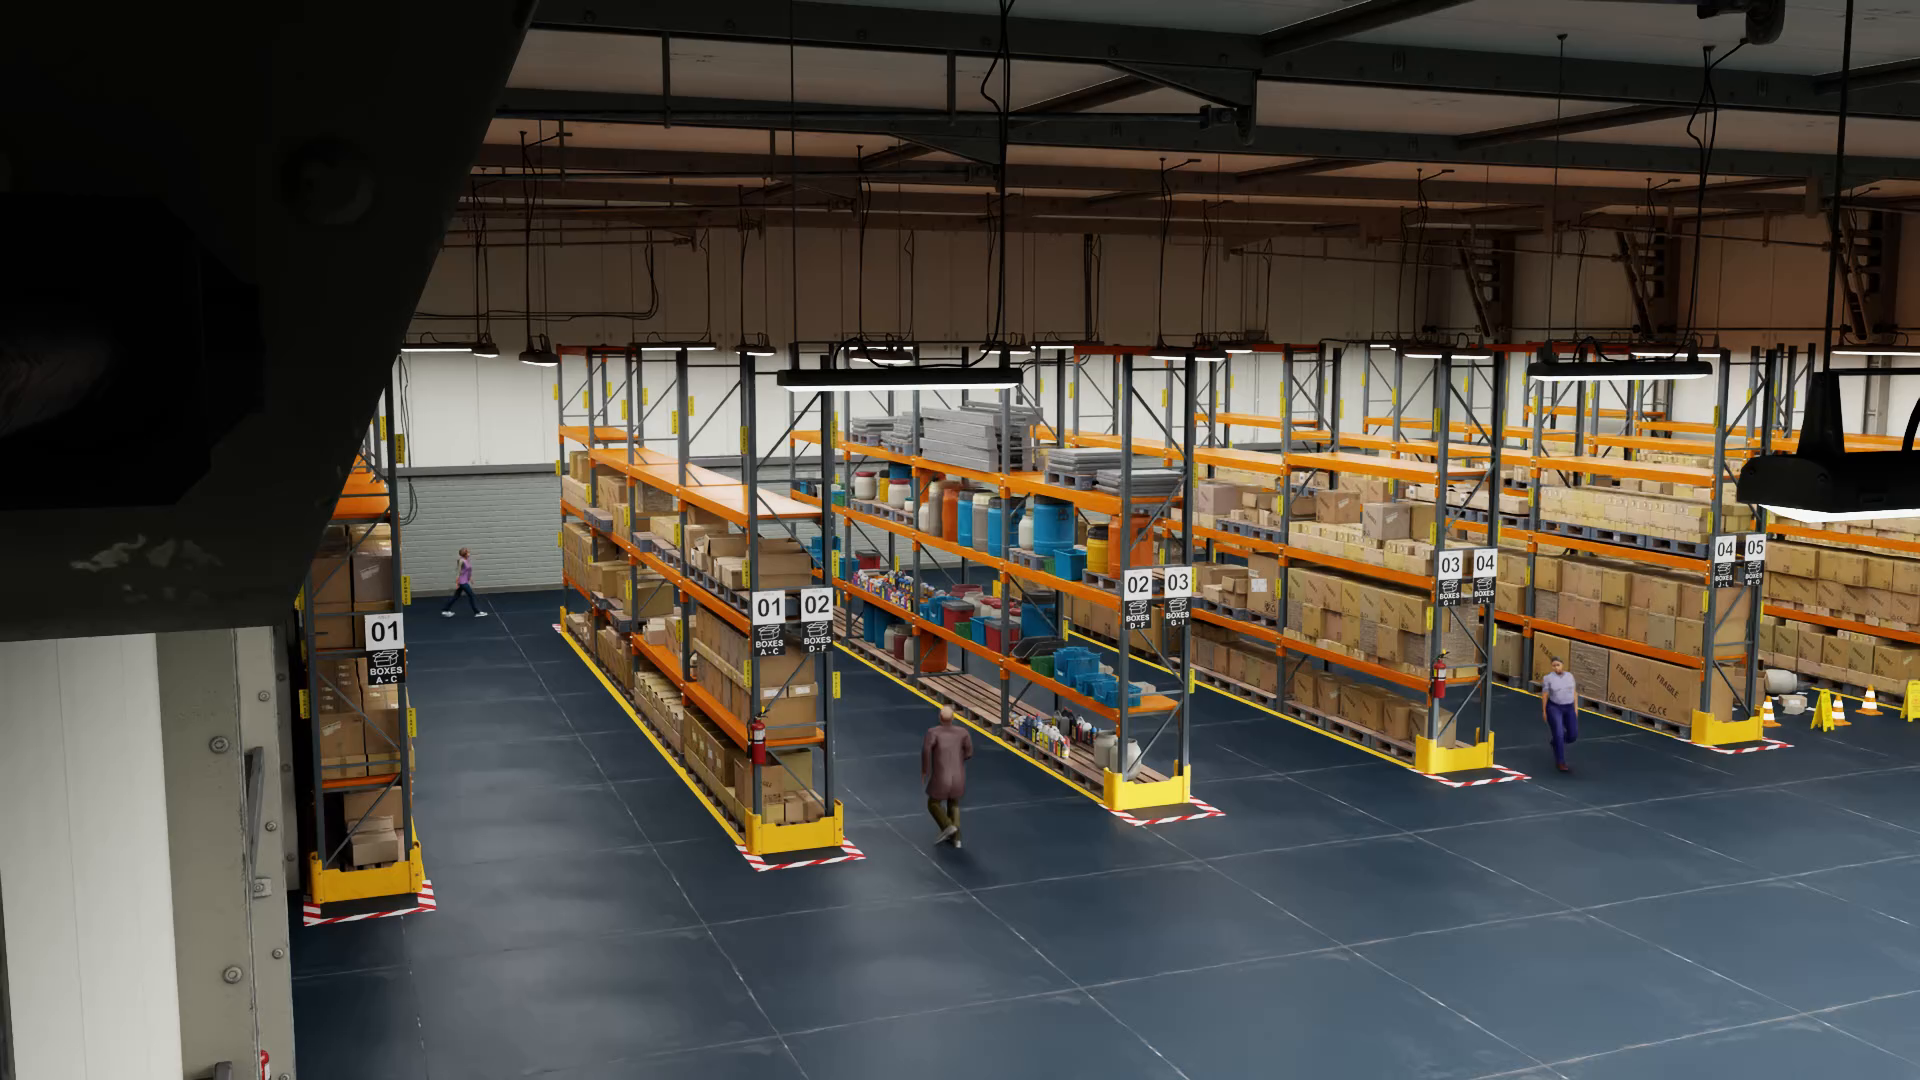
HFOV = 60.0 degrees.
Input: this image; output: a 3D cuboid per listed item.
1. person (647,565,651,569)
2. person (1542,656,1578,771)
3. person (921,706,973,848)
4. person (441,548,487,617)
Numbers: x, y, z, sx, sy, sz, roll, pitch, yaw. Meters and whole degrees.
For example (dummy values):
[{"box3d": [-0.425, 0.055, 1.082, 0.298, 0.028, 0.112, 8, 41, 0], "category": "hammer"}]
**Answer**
[{"box3d": [-6.926, 0.766, 36.714, 0.472, 1.789, 0.577, -3, 8, -22], "category": "person"}, {"box3d": [8.681, 2.478, 24.070, 0.491, 1.624, 0.693, -1, 7, -5], "category": "person"}, {"box3d": [-0.146, 2.910, 20.509, 0.700, 1.674, 0.825, -3, 8, -20], "category": "person"}, {"box3d": [-10.902, 0.936, 36.507, 0.981, 1.505, 0.402, -2, 7, -14], "category": "person"}]
